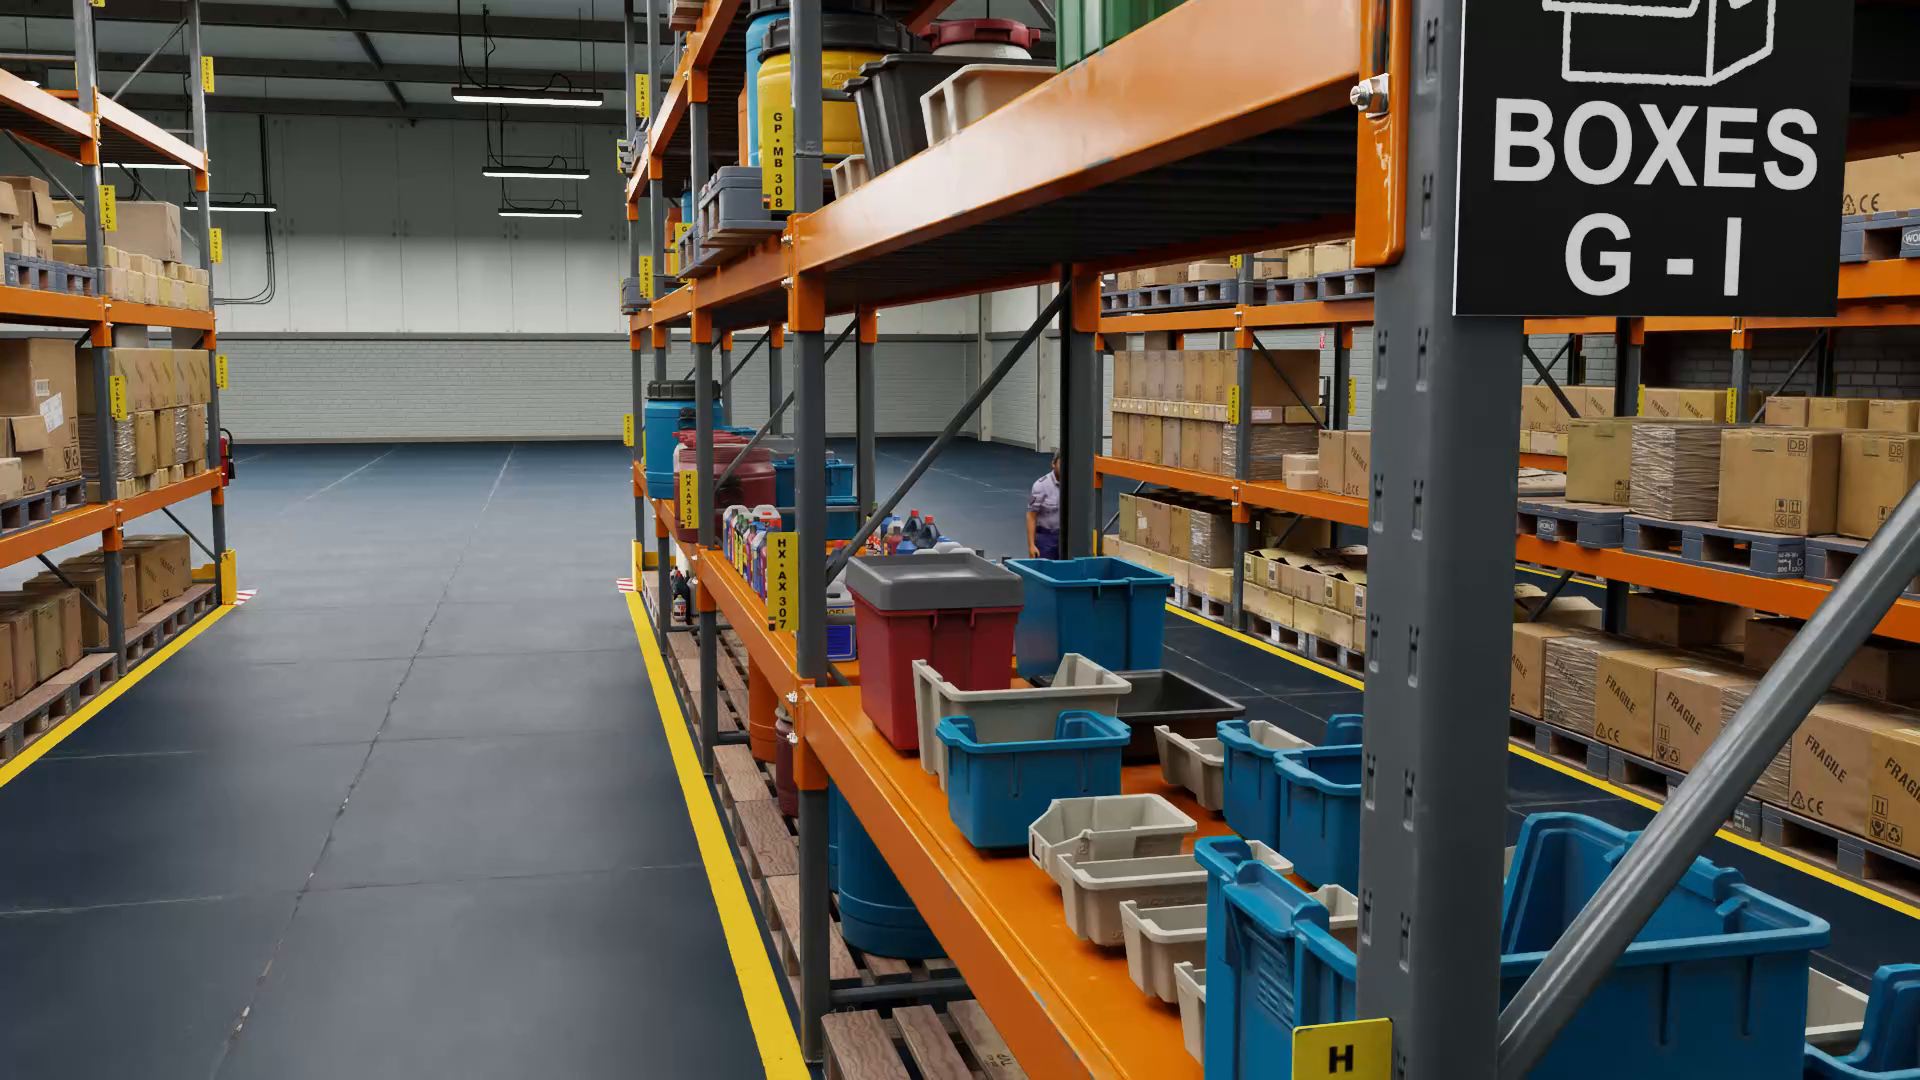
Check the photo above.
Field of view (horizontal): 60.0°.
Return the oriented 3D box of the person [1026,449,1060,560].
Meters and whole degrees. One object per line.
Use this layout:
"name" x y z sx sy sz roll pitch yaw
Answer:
"person" 0.793 0.069 13.592 0.564 1.651 0.424 -2 7 -17
